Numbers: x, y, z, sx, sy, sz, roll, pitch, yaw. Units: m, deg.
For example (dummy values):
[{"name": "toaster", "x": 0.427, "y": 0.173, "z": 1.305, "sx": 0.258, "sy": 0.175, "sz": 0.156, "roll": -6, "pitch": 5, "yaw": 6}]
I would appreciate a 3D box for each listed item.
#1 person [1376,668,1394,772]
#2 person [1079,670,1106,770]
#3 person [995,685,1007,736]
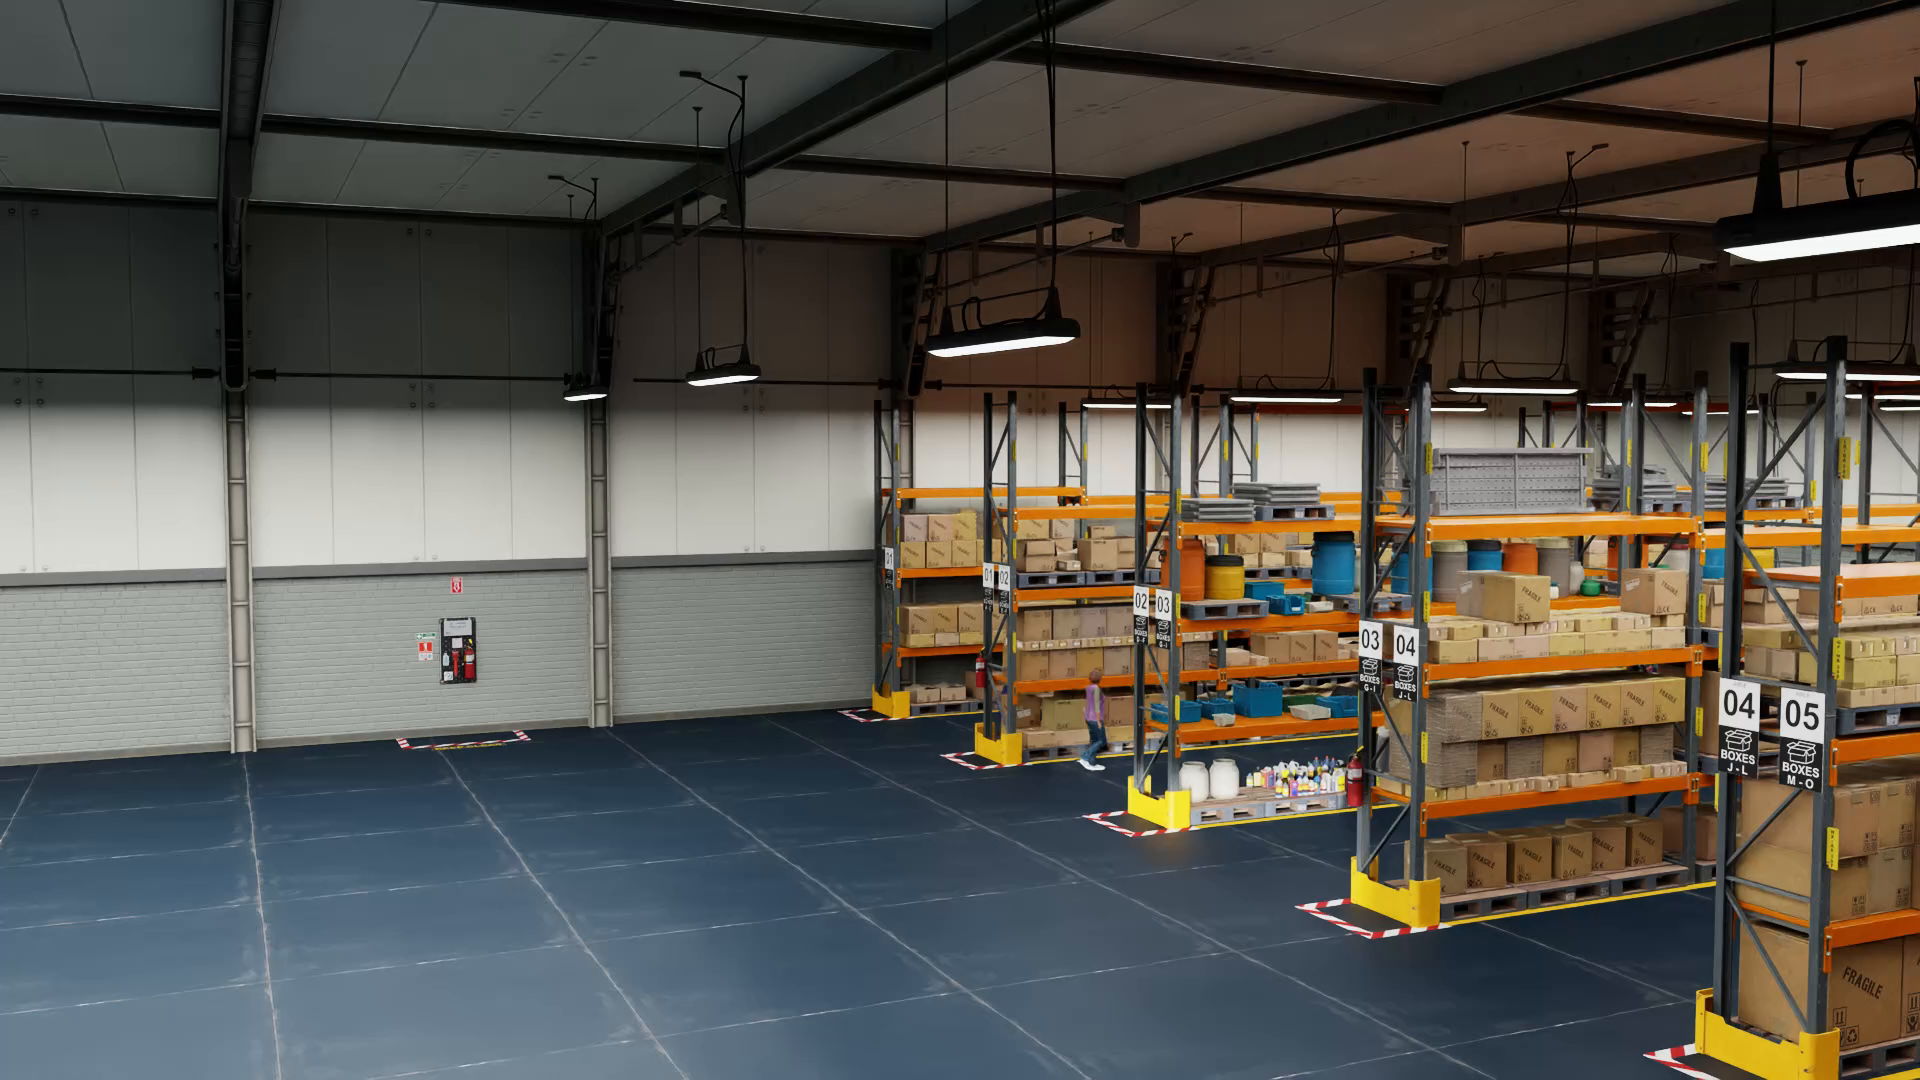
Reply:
[{"name": "person", "x": 6.719, "y": 2.795, "z": 25.702, "sx": 0.656, "sy": 1.720, "sz": 1.120, "roll": -3, "pitch": 4, "yaw": -42}, {"name": "person", "x": 2.078, "y": 2.847, "z": 26.204, "sx": 0.480, "sy": 1.596, "sz": 0.462, "roll": -1, "pitch": 4, "yaw": -19}, {"name": "person", "x": 0.908, "y": 2.643, "z": 29.360, "sx": 0.644, "sy": 1.669, "sz": 0.534, "roll": -1, "pitch": 4, "yaw": -23}]
